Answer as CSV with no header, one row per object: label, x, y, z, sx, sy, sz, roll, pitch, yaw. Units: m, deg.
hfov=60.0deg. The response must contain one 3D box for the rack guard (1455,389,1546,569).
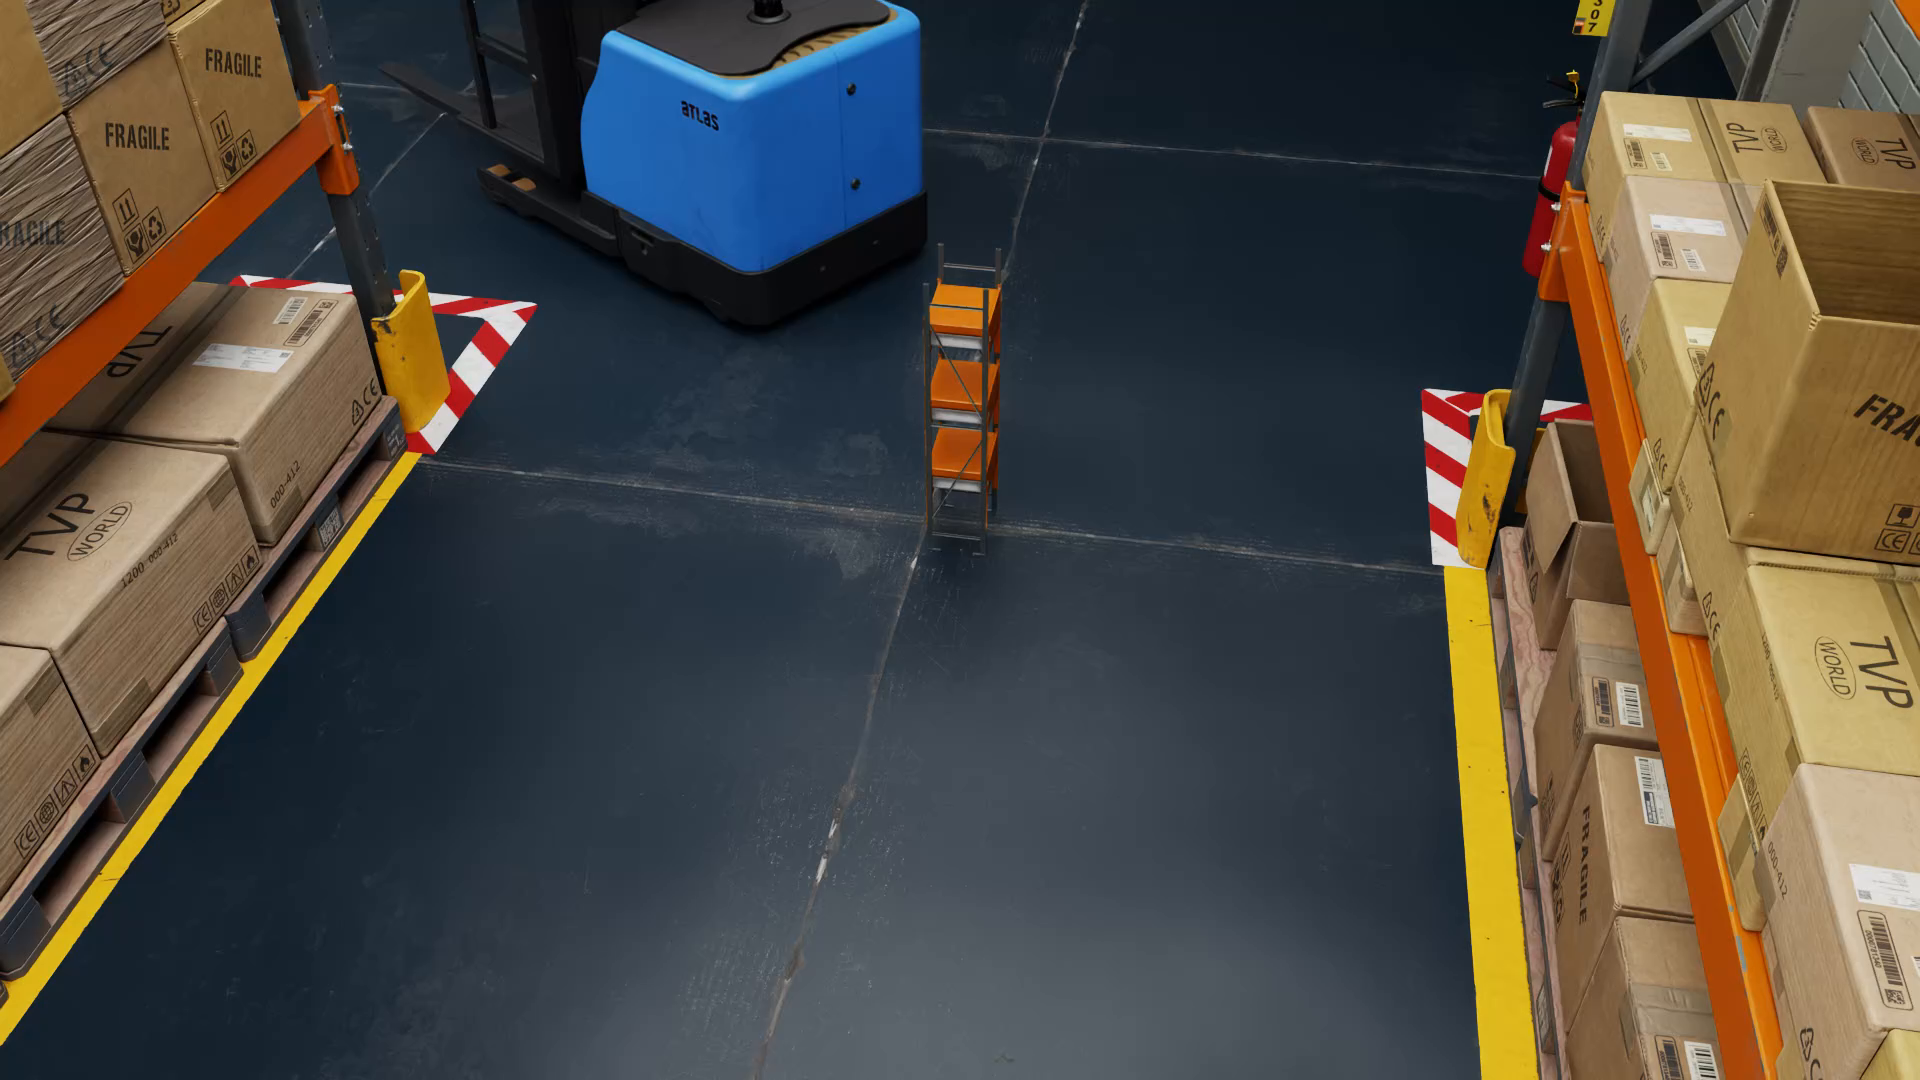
rack guard,2.303,-0.148,5.536,1.175,0.500,0.348,6,40,8

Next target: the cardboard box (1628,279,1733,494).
cardboard box,1.801,-0.326,3.674,0.500,0.250,0.500,6,40,7

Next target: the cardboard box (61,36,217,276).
cardboard box,-2.498,-1.097,4.644,0.500,0.500,0.500,6,40,7

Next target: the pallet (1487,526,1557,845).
pallet,2.166,0.464,5.023,1.003,0.211,1.213,6,40,8

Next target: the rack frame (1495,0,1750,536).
rack frame,2.316,-1.159,4.798,1.000,3.000,0.127,6,40,8

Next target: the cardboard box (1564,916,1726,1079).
cardboard box,1.751,1.200,3.577,0.700,0.500,0.500,5,40,6

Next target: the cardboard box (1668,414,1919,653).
cardboard box,1.733,-0.002,3.283,0.500,0.250,0.500,5,40,7

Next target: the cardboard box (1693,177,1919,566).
cardboard box,1.713,-0.308,3.064,0.500,0.500,0.500,7,40,9

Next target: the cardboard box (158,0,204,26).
cardboard box,-2.422,-1.799,4.709,0.500,0.500,0.500,8,40,9

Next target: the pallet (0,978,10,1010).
pallet,-3.057,1.413,3.876,1.003,0.211,1.213,6,40,8

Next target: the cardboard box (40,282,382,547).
cardboard box,-2.589,-0.453,5.625,0.875,0.438,0.875,5,40,6

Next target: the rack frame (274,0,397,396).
rack frame,-2.573,-1.704,5.457,1.000,3.000,0.127,6,40,8

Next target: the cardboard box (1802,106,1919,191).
cardboard box,2.498,-0.898,4.366,0.500,0.250,0.500,7,40,9

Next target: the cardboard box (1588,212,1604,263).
cardboard box,1.989,-0.886,4.665,0.380,0.149,0.250,6,40,7

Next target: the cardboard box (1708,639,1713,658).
cardboard box,1.715,0.254,3.286,0.380,0.149,0.250,6,40,8

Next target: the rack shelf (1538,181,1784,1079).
rack shelf,1.970,0.374,3.509,1.077,0.370,4.000,6,40,8

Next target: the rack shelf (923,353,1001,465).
rack shelf,0.009,-0.430,5.463,0.215,0.259,0.240,6,40,8

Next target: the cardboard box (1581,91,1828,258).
cardboard box,1.972,-0.961,4.442,0.500,0.250,0.500,7,40,8

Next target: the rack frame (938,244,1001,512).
rack frame,0.030,-0.515,5.549,0.200,1.050,0.008,6,40,8

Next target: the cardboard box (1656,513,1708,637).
cardboard box,1.692,0.085,3.491,0.380,0.149,0.250,7,40,9

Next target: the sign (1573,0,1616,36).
sign,1.782,-1.552,4.594,0.100,0.325,0.005,6,40,8

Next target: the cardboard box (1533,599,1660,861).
cardboard box,1.931,0.548,4.365,0.700,0.500,0.500,8,40,9

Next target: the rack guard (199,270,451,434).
rack guard,-2.569,-0.755,6.271,1.175,0.500,0.348,6,40,8

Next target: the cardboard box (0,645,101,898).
cardboard box,-2.897,0.688,4.245,0.875,0.438,0.875,5,40,6

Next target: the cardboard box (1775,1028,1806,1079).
cardboard box,1.475,0.889,2.518,0.380,0.149,0.250,7,40,9

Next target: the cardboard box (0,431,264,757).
cardboard box,-2.739,0.122,4.929,0.875,0.438,0.875,7,40,9

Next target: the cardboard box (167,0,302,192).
cardboard box,-2.396,-1.410,5.023,0.500,0.500,0.500,7,40,8

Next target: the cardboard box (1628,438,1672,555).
cardboard box,1.717,-0.083,3.693,0.380,0.149,0.250,5,40,6

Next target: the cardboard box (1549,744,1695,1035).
cardboard box,1.741,0.869,3.977,0.500,0.500,0.500,7,40,8

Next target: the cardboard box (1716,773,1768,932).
cardboard box,1.564,0.564,2.911,0.380,0.149,0.250,6,40,7

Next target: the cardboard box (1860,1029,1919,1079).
cardboard box,1.472,0.948,2.133,0.500,0.250,0.500,7,40,9

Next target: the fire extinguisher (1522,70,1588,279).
fire extinguisher,1.886,-1.129,5.114,0.296,0.674,0.183,6,40,8

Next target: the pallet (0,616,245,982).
pallet,-2.848,0.645,4.805,1.003,0.211,1.213,6,40,8

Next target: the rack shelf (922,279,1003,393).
rack shelf,0.009,-0.649,5.282,0.215,0.259,0.240,6,40,8

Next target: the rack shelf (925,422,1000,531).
rack shelf,0.009,-0.216,5.640,0.215,0.259,0.240,6,40,8

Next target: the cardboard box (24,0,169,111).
cardboard box,-2.484,-1.468,4.308,0.500,0.500,0.500,7,40,8

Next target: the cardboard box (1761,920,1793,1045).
cardboard box,1.547,0.727,2.714,0.380,0.149,0.250,7,40,9

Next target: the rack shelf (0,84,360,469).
rack shelf,-2.919,-0.171,4.168,1.077,0.370,4.000,6,40,8

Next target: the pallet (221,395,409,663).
pallet,-2.635,-0.119,5.728,1.003,0.211,1.213,6,40,8

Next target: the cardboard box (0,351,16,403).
cardboard box,-2.654,-0.448,3.859,0.500,0.500,0.500,8,40,9

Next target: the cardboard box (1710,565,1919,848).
cardboard box,1.643,0.321,2.892,0.500,0.250,0.500,6,40,7

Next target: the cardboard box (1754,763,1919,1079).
cardboard box,1.544,0.632,2.516,0.500,0.250,0.500,7,40,8

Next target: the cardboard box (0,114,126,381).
cardboard box,-2.577,-0.773,4.253,0.500,0.500,0.500,7,40,9

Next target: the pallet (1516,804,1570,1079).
pallet,1.952,1.228,4.100,1.003,0.211,1.213,6,40,8

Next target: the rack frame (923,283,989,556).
rack frame,-0.012,-0.362,5.363,0.200,1.050,0.008,6,40,8

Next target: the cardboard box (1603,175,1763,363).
cardboard box,1.885,-0.644,4.059,0.500,0.250,0.500,7,40,8

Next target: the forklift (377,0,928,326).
forklift,-1.561,-2.809,6.848,3.031,2.935,1.130,31,49,32

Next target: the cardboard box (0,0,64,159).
cardboard box,-2.573,-1.158,3.933,0.500,0.500,0.500,6,40,7

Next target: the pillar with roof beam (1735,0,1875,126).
pillar with roof beam,-0.570,-5.538,5.387,9.100,9.000,0.400,6,40,8

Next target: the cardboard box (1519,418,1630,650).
cardboard box,2.117,0.015,5.008,0.797,0.503,0.637,5,40,6

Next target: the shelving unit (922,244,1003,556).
shelving unit,0.009,-0.438,5.456,0.215,1.050,0.252,6,40,8
